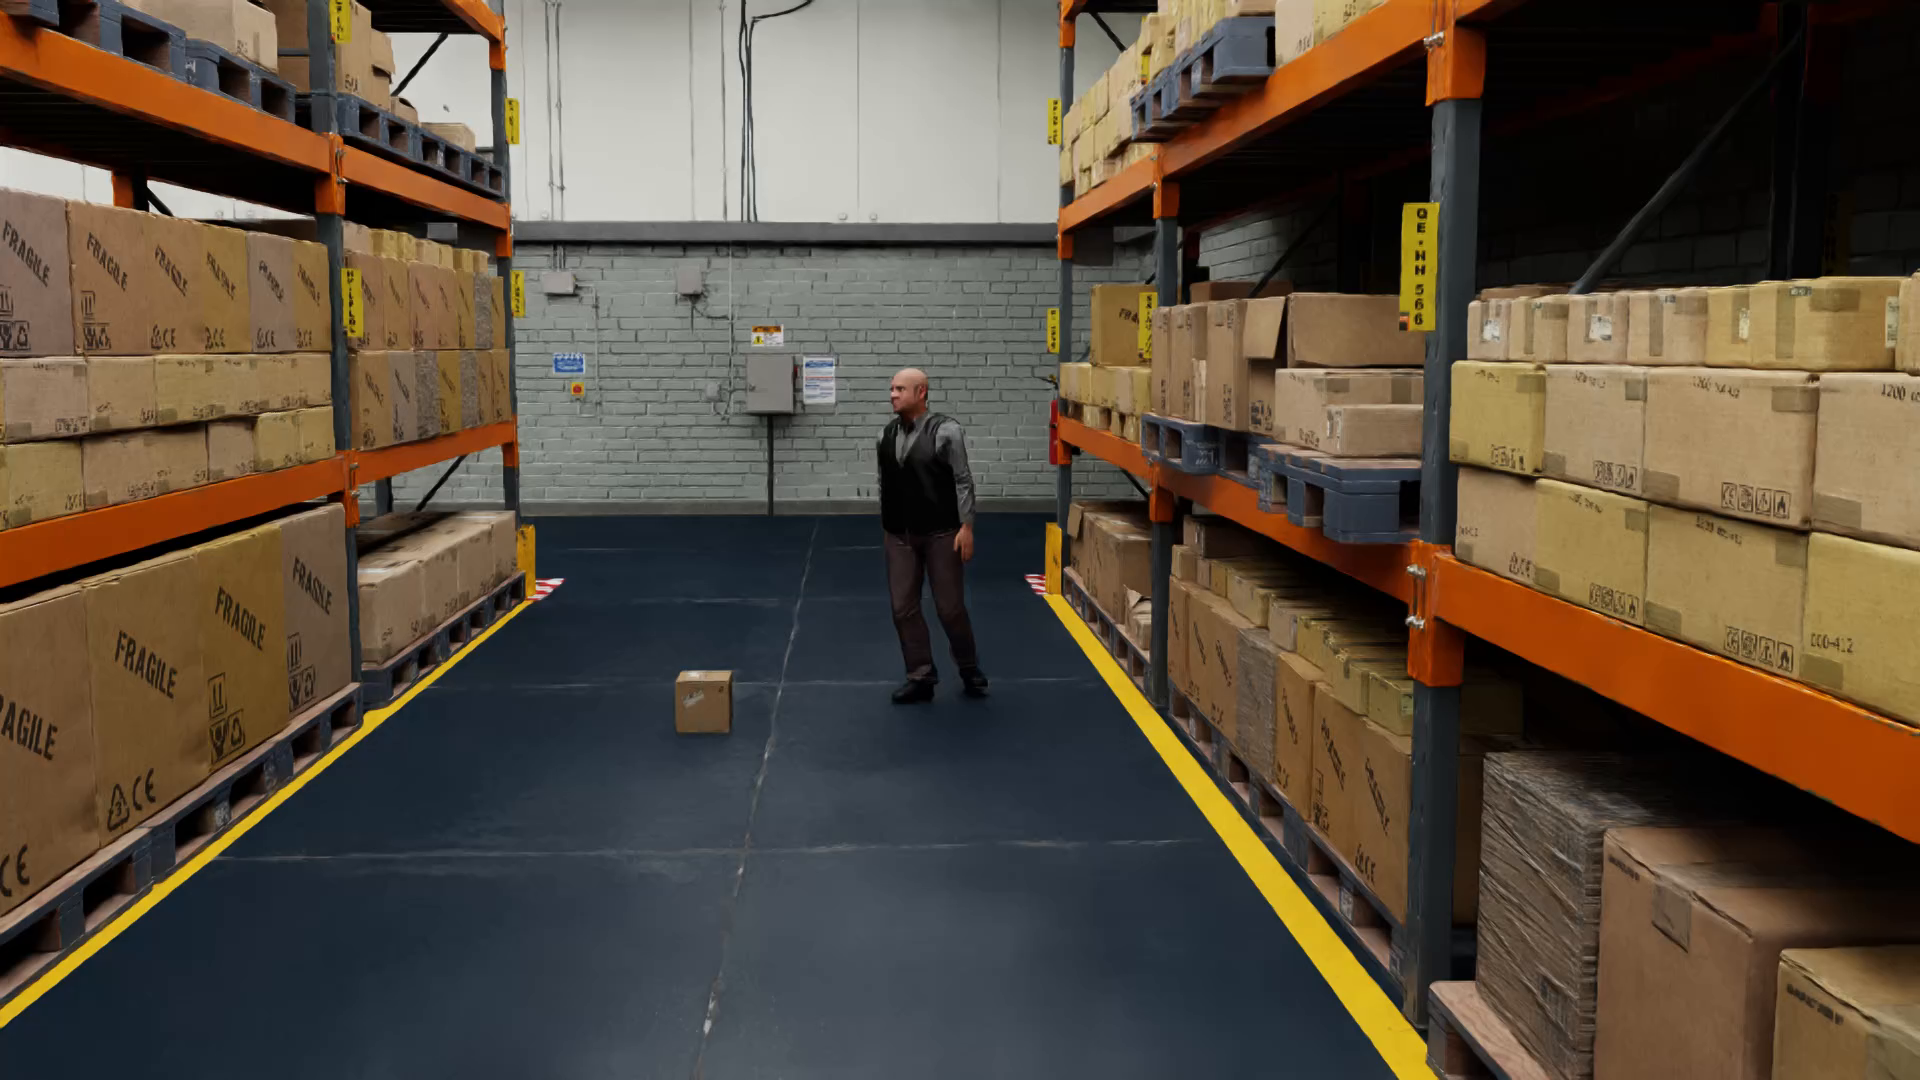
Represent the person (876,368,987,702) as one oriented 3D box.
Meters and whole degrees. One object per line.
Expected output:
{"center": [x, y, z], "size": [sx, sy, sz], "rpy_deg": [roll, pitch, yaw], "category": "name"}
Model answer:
{"center": [-0.154, -0.034, 8.641], "size": [0.569, 1.712, 0.543], "rpy_deg": [4, 8, 28], "category": "person"}
